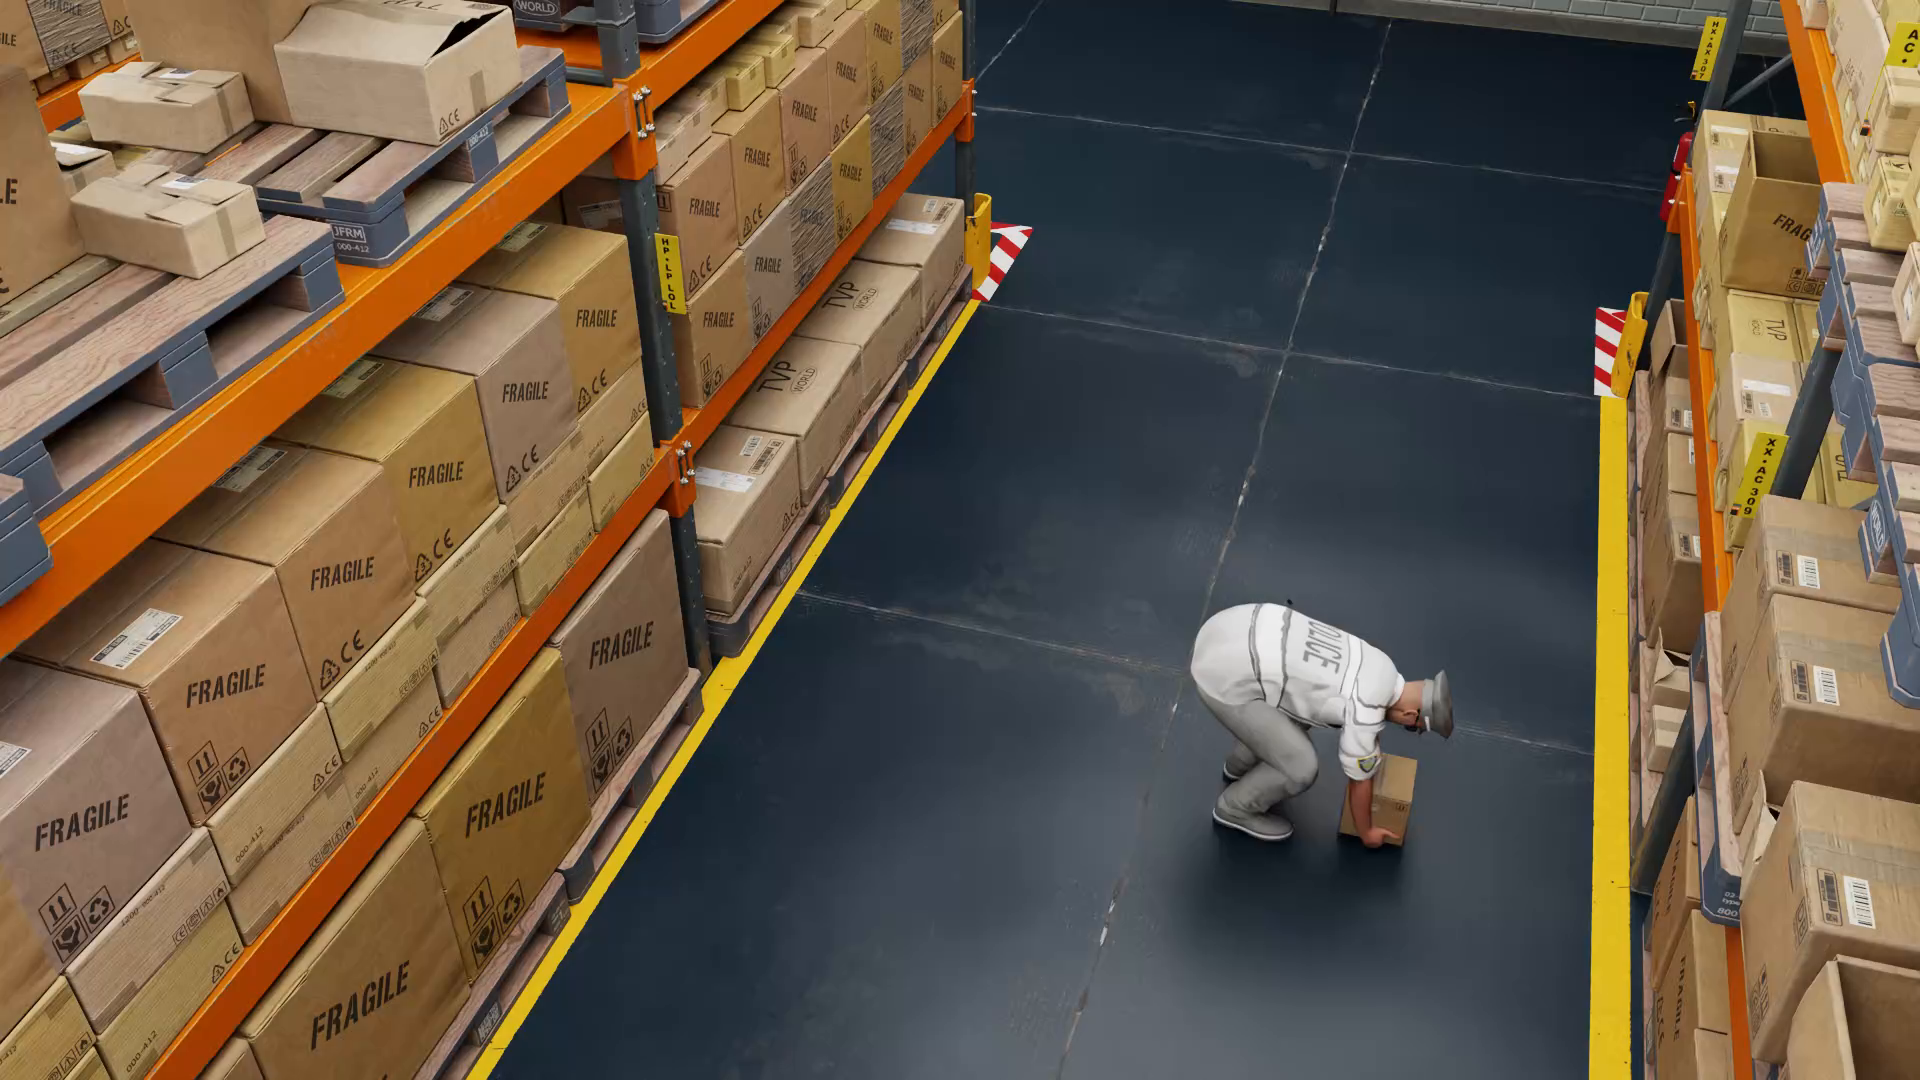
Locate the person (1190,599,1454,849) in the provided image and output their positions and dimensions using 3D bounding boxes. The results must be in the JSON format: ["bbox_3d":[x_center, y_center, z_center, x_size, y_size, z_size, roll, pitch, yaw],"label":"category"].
[{"bbox_3d":[1.407,0.729,6.568,1.023,0.967,0.538,9,38,12],"label":"person"}]
